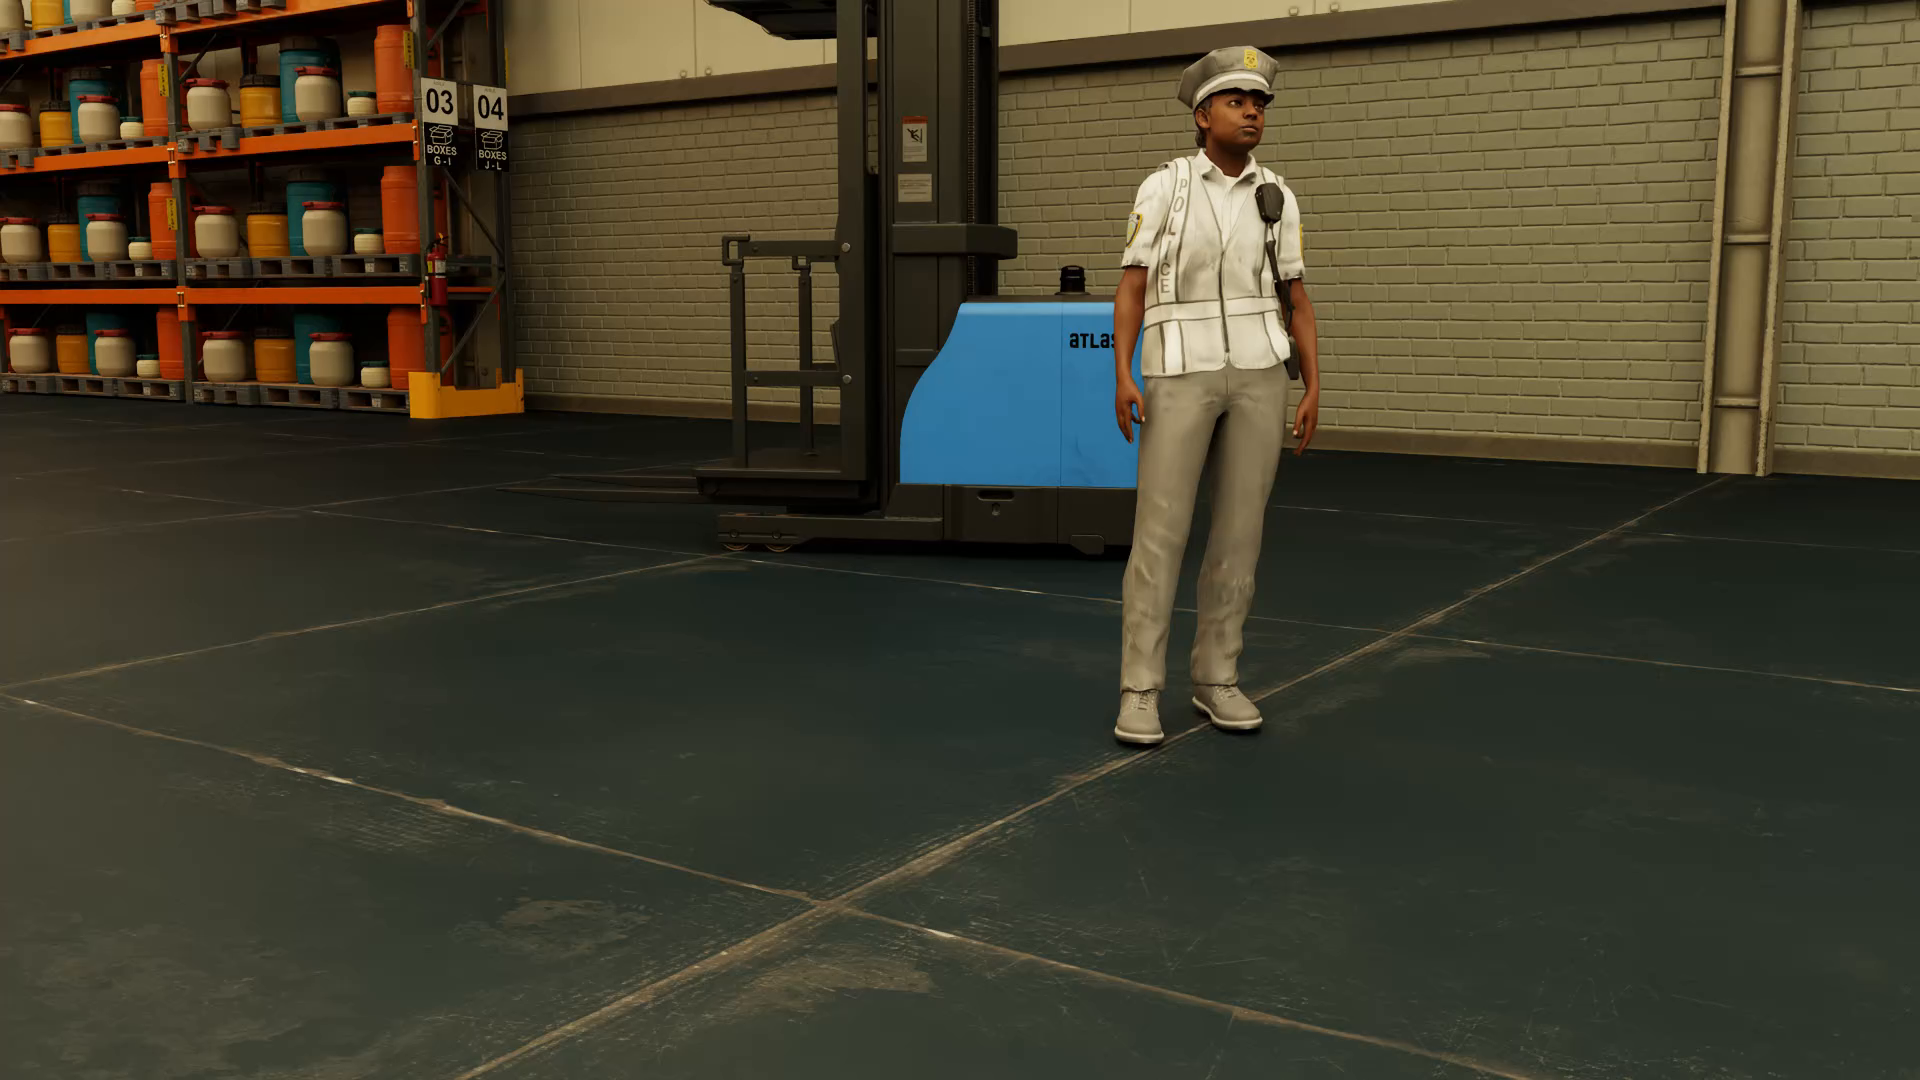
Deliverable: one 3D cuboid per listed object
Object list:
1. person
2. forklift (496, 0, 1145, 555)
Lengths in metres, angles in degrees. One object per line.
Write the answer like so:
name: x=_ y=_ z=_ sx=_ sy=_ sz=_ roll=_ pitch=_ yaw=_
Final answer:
person: x=0.644 y=-0.377 z=4.177 sx=0.570 sy=1.696 sz=0.529 roll=-1 pitch=8 yaw=-7
forklift: x=-0.596 y=-1.469 z=7.520 sx=3.031 sy=2.935 sz=1.130 roll=2 pitch=8 yaw=12
